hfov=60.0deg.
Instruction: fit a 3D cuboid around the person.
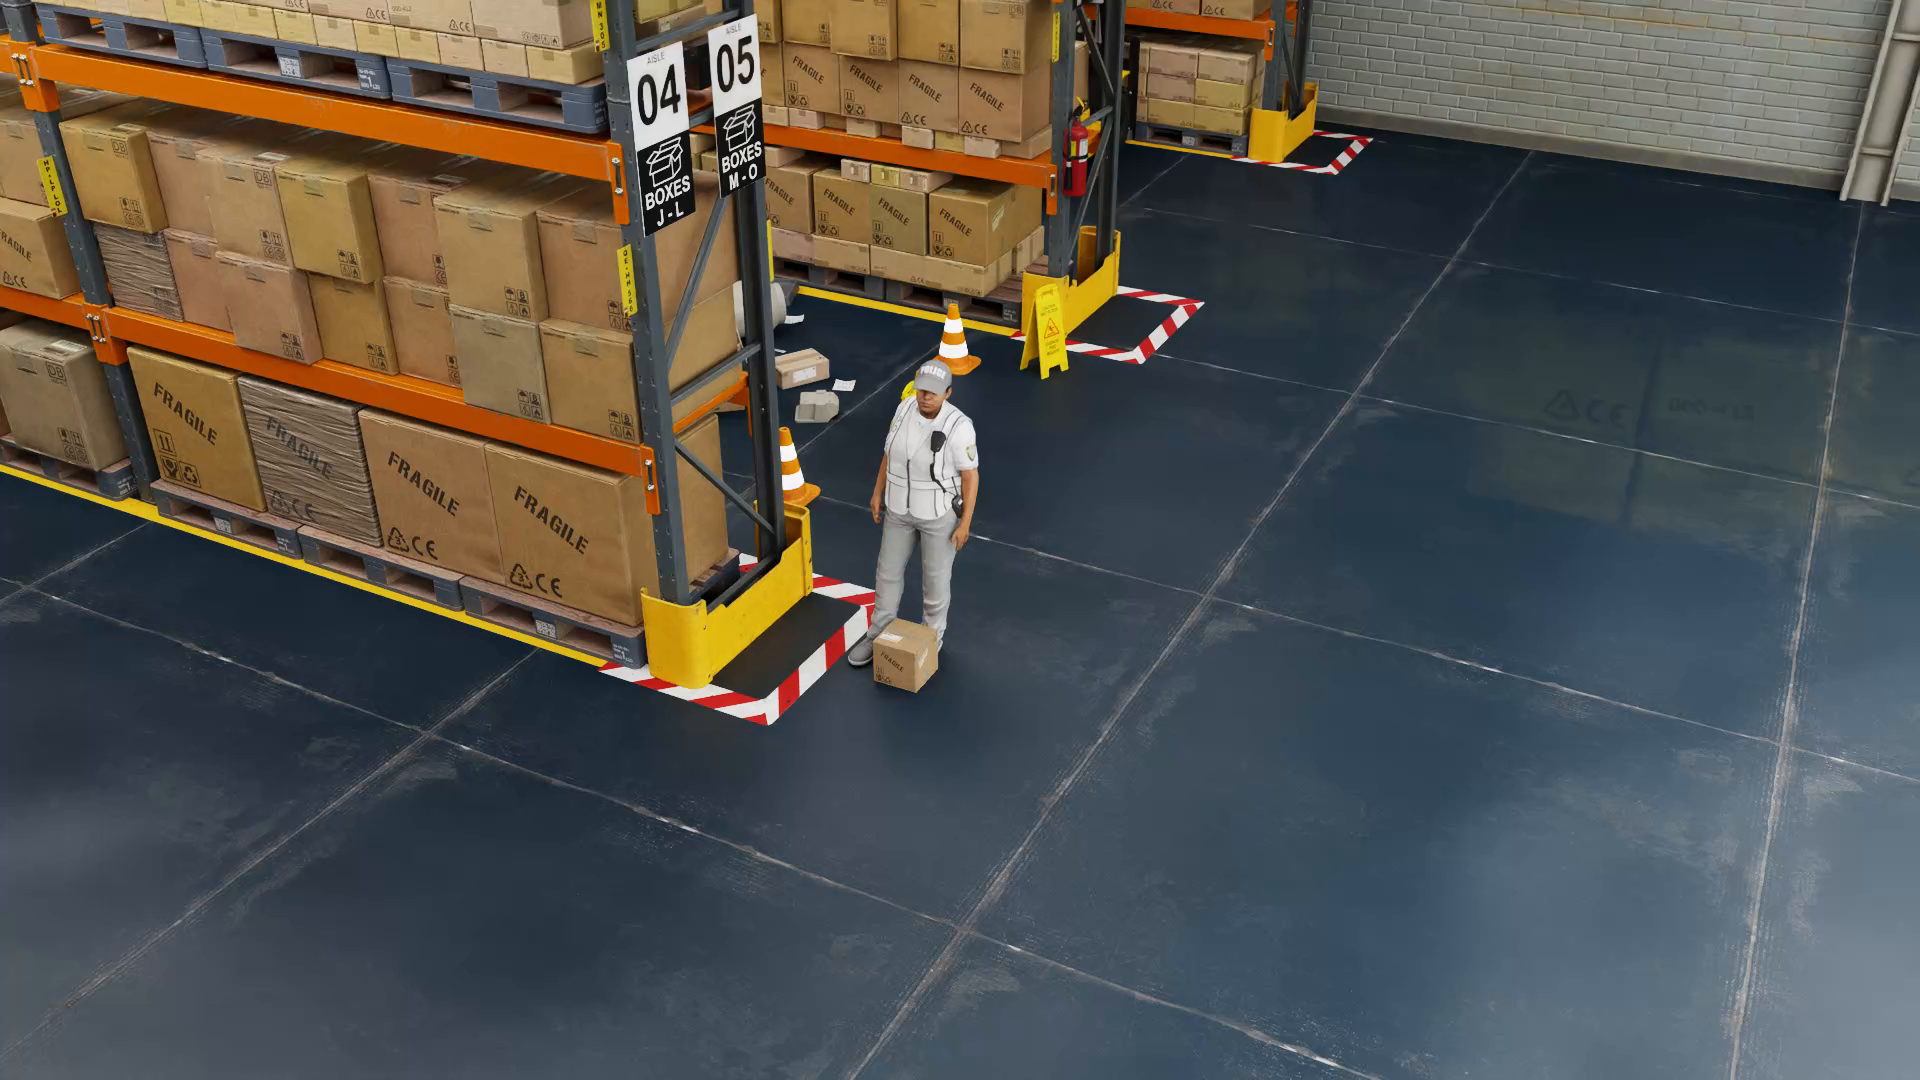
[{"bbox_3d":[-0.232,-0.114,8.455,0.597,1.670,0.529,15,34,24],"label":"person"}]
